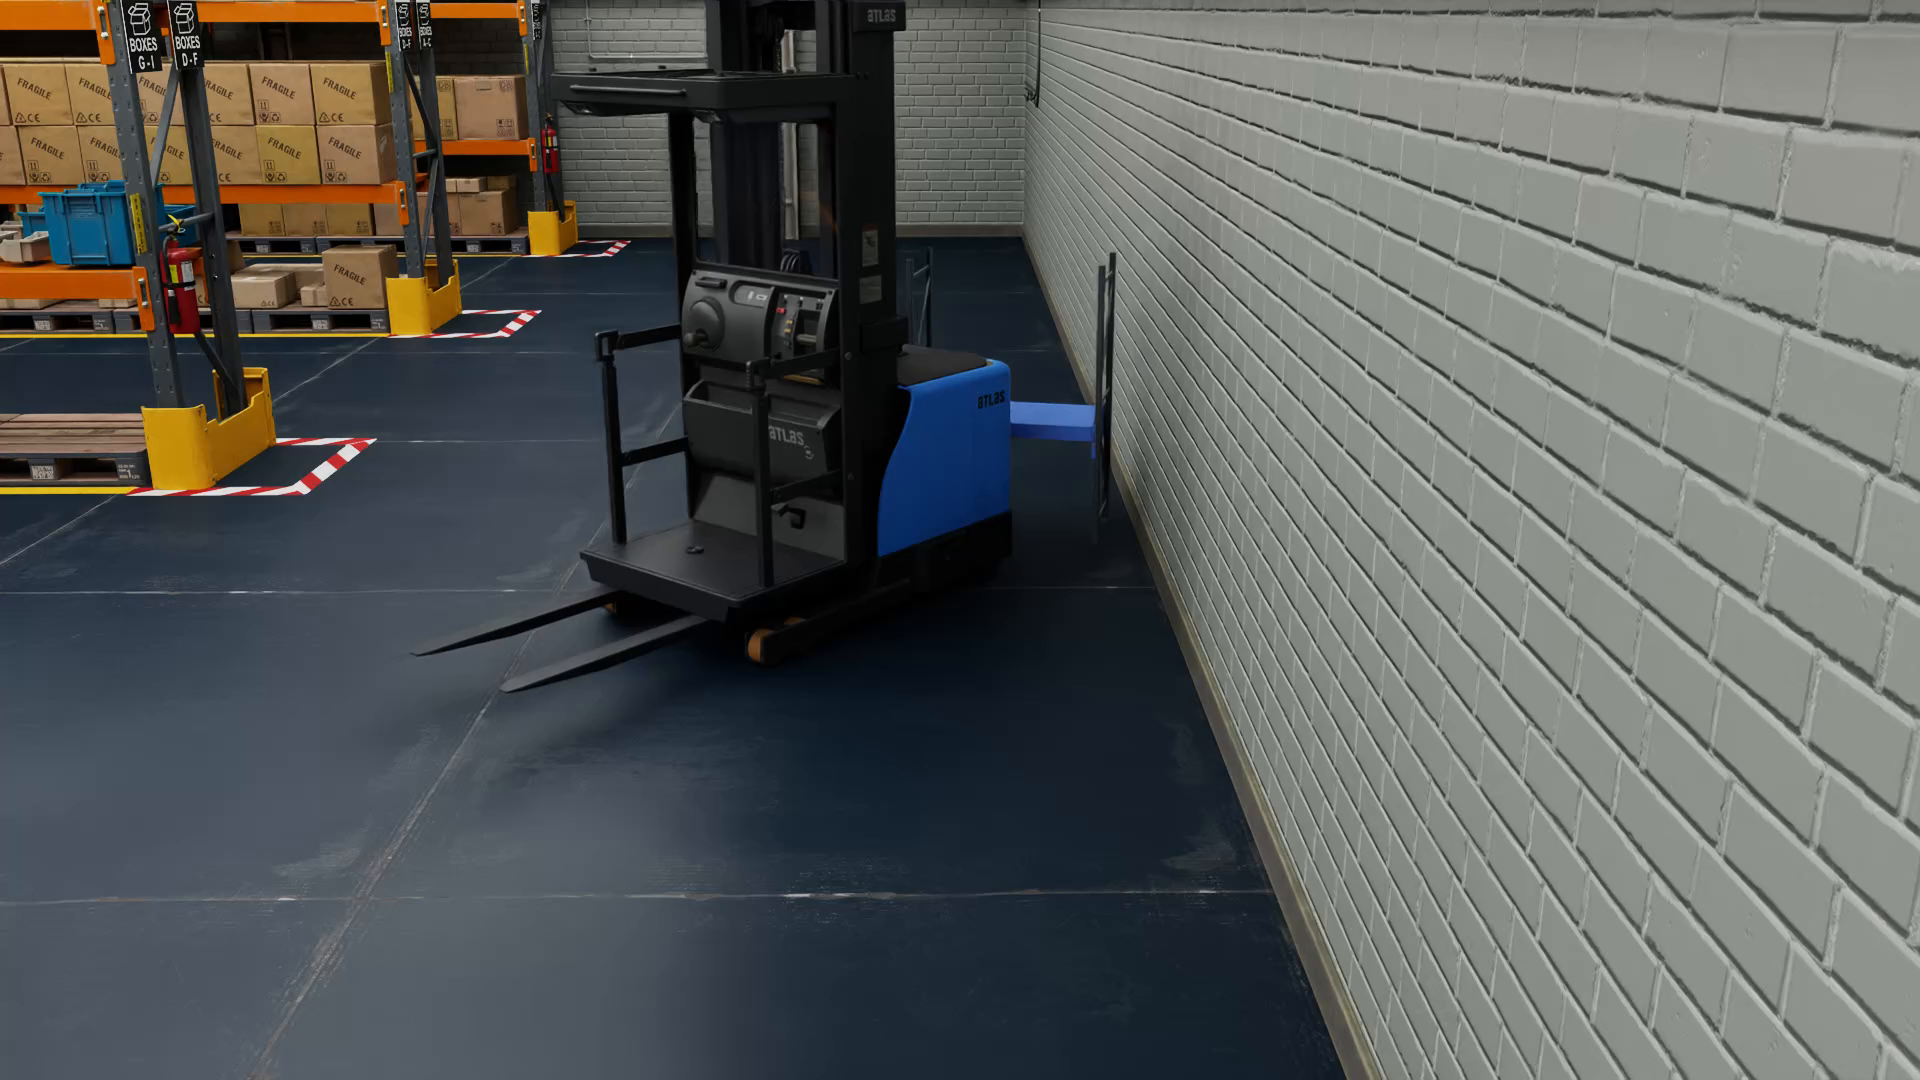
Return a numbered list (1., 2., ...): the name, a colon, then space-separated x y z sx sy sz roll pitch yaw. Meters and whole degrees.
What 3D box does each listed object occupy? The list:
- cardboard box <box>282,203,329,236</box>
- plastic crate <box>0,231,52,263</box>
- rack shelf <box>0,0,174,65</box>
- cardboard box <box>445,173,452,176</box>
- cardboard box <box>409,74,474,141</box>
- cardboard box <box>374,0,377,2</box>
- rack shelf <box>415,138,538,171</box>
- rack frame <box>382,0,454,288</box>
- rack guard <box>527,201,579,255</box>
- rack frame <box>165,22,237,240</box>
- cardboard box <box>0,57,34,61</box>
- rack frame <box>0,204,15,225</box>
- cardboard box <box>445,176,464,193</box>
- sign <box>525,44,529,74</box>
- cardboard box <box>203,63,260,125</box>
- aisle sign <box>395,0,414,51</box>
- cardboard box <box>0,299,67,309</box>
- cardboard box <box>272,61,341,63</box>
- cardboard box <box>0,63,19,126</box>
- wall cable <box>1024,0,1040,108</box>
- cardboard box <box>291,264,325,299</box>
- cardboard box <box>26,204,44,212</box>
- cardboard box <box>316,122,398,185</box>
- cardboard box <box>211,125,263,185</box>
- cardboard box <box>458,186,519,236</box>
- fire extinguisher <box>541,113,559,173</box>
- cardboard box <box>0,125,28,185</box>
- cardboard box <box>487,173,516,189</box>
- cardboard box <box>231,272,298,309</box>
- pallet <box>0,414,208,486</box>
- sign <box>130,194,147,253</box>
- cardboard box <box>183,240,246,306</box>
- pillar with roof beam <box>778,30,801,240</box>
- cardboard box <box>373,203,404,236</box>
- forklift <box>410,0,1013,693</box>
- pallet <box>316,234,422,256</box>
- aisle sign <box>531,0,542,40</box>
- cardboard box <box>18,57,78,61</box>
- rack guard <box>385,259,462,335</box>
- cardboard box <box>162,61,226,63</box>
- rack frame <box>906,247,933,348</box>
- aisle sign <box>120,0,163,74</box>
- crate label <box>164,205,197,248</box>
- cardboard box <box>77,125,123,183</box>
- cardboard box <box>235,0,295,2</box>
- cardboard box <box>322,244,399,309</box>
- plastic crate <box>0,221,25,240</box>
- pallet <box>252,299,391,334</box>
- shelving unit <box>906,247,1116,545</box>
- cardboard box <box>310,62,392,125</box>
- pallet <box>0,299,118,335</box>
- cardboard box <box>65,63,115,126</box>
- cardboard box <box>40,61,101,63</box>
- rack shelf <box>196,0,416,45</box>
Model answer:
1. cardboard box: -7.629 -3.892 19.674 0.500 0.500 0.700 0 18 -1
2. plastic crate: -5.538 -1.746 9.912 0.243 0.136 0.396 0 18 -1
3. rack shelf: -6.725 -2.978 9.687 4.000 0.370 1.077 0 18 -1
4. cardboard box: -6.215 -4.270 19.791 0.250 0.149 0.380 0 18 0
5. cardboard box: -6.119 -5.058 19.413 0.700 0.700 0.980 0 18 -1
6. cardboard box: -5.317 -4.847 14.581 0.500 0.250 0.500 0 18 -1
7. rack shelf: -6.881 -4.575 19.578 4.000 0.370 1.077 0 18 -1
8. rack frame: -4.800 -3.415 14.782 0.127 3.000 1.000 0 18 -1
9. rack guard: -4.857 -3.738 19.880 0.348 0.500 1.175 0 18 -1
10. rack frame: -8.881 -4.908 19.438 0.127 3.000 1.000 0 18 -1
11. cardboard box: -10.875 -5.379 18.995 0.500 0.250 0.500 -1 18 -2
12. rack frame: -8.799 -3.395 14.722 0.127 3.000 1.000 0 18 -1
13. cardboard box: -5.961 -4.155 19.431 0.250 0.149 0.380 0 18 1
14. sign: -4.887 -5.426 18.768 0.005 0.325 0.100 0 18 -1
15. cardboard box: -6.264 -3.846 14.325 0.500 0.500 0.500 0 18 1
16. aisle sign: -4.726 -4.559 14.094 0.004 0.787 0.394 0 18 -1
17. cardboard box: -8.376 -2.261 14.865 0.500 0.311 0.500 0 18 -1
18. cardboard box: -5.770 -4.012 14.843 0.500 0.500 0.500 0 18 0
19. cardboard box: -8.323 -3.836 14.293 0.500 0.500 0.500 0 18 1
20. wall cable: 0.779 -6.224 18.801 0.112 2.526 3.097 0 18 -1
21. cardboard box: -5.848 -2.397 15.389 0.500 0.250 0.500 0 18 -1
22. cardboard box: -10.418 -4.037 19.552 0.750 0.750 0.750 0 18 1
23. cardboard box: -5.243 -3.377 14.501 0.500 0.500 0.500 0 18 1
24. cardboard box: -6.261 -3.373 14.487 0.500 0.500 0.500 0 18 0
25. cardboard box: -5.580 -3.903 19.710 0.500 0.500 0.700 0 18 -1
26. fire extinguisher: -4.723 -4.573 19.130 0.183 0.674 0.296 0 18 -1
27. cardboard box: -8.285 -3.362 14.455 0.500 0.500 0.500 0 18 1
28. cardboard box: -5.458 -4.274 19.803 0.250 0.149 0.380 0 18 0
29. cardboard box: -6.290 -2.242 14.906 0.500 0.250 0.500 0 18 -1
30. pallet: -5.550 -0.582 10.516 1.213 0.211 1.003 0 18 -1
31. sign: -4.700 -1.812 9.517 0.005 0.325 0.100 0 18 -1
32. cardboard box: -6.921 -2.427 15.069 0.637 0.503 0.797 0 18 -1
33. pillar with roof beam: -2.127 -6.747 15.347 0.400 9.000 9.100 0 18 -1
34. cardboard box: -6.583 -3.898 19.694 0.500 0.500 0.700 -1 18 -3
35. forklift: -1.056 -1.012 7.404 1.130 2.935 3.031 14 23 37
36. pallet: -6.897 -3.567 19.822 1.213 0.211 1.003 0 18 -1
37. aisle sign: -4.805 -6.074 18.816 0.004 0.787 0.394 0 18 -1
38. cardboard box: -10.365 -5.382 19.003 0.500 0.250 0.500 0 18 0
39. rack guard: -4.876 -2.224 15.162 0.348 0.500 1.175 0 18 -1
40. cardboard box: -6.778 -4.008 14.832 0.500 0.500 0.500 0 18 -1
41. rack frame: -0.218 -0.829 9.175 0.032 1.500 0.500 4 18 11
42. aisle sign: -4.648 -3.051 9.391 0.004 0.787 0.394 0 18 -1
43. crate label: -4.977 -1.950 10.392 0.303 0.233 0.416 0 18 -1
44. cardboard box: -7.273 -3.367 14.471 0.500 0.500 0.500 0 18 -1
45. cardboard box: -5.809 -4.690 14.091 0.500 0.250 0.500 0 18 -1
46. cardboard box: -5.339 -2.356 14.854 0.500 0.500 0.500 0 18 -1
47. plastic crate: -5.977 -1.925 10.470 0.298 0.136 0.250 0 18 -1
48. pallet: -5.673 -2.082 15.194 1.213 0.211 1.003 0 18 -1
49. shelving unit: 0.279 -0.796 9.075 1.048 1.500 0.538 4 18 11
50. cardboard box: -5.240 -3.852 14.345 0.500 0.500 0.500 0 18 -1
51. pallet: -8.112 -2.071 15.157 1.213 0.211 1.003 0 18 -1
52. cardboard box: -7.294 -3.840 14.308 0.500 0.500 0.500 -1 18 -2
53. cardboard box: -7.785 -4.004 14.818 0.500 0.500 0.500 -1 18 -2
54. rack shelf: -6.799 -4.491 14.403 4.000 0.370 1.077 0 18 -1
